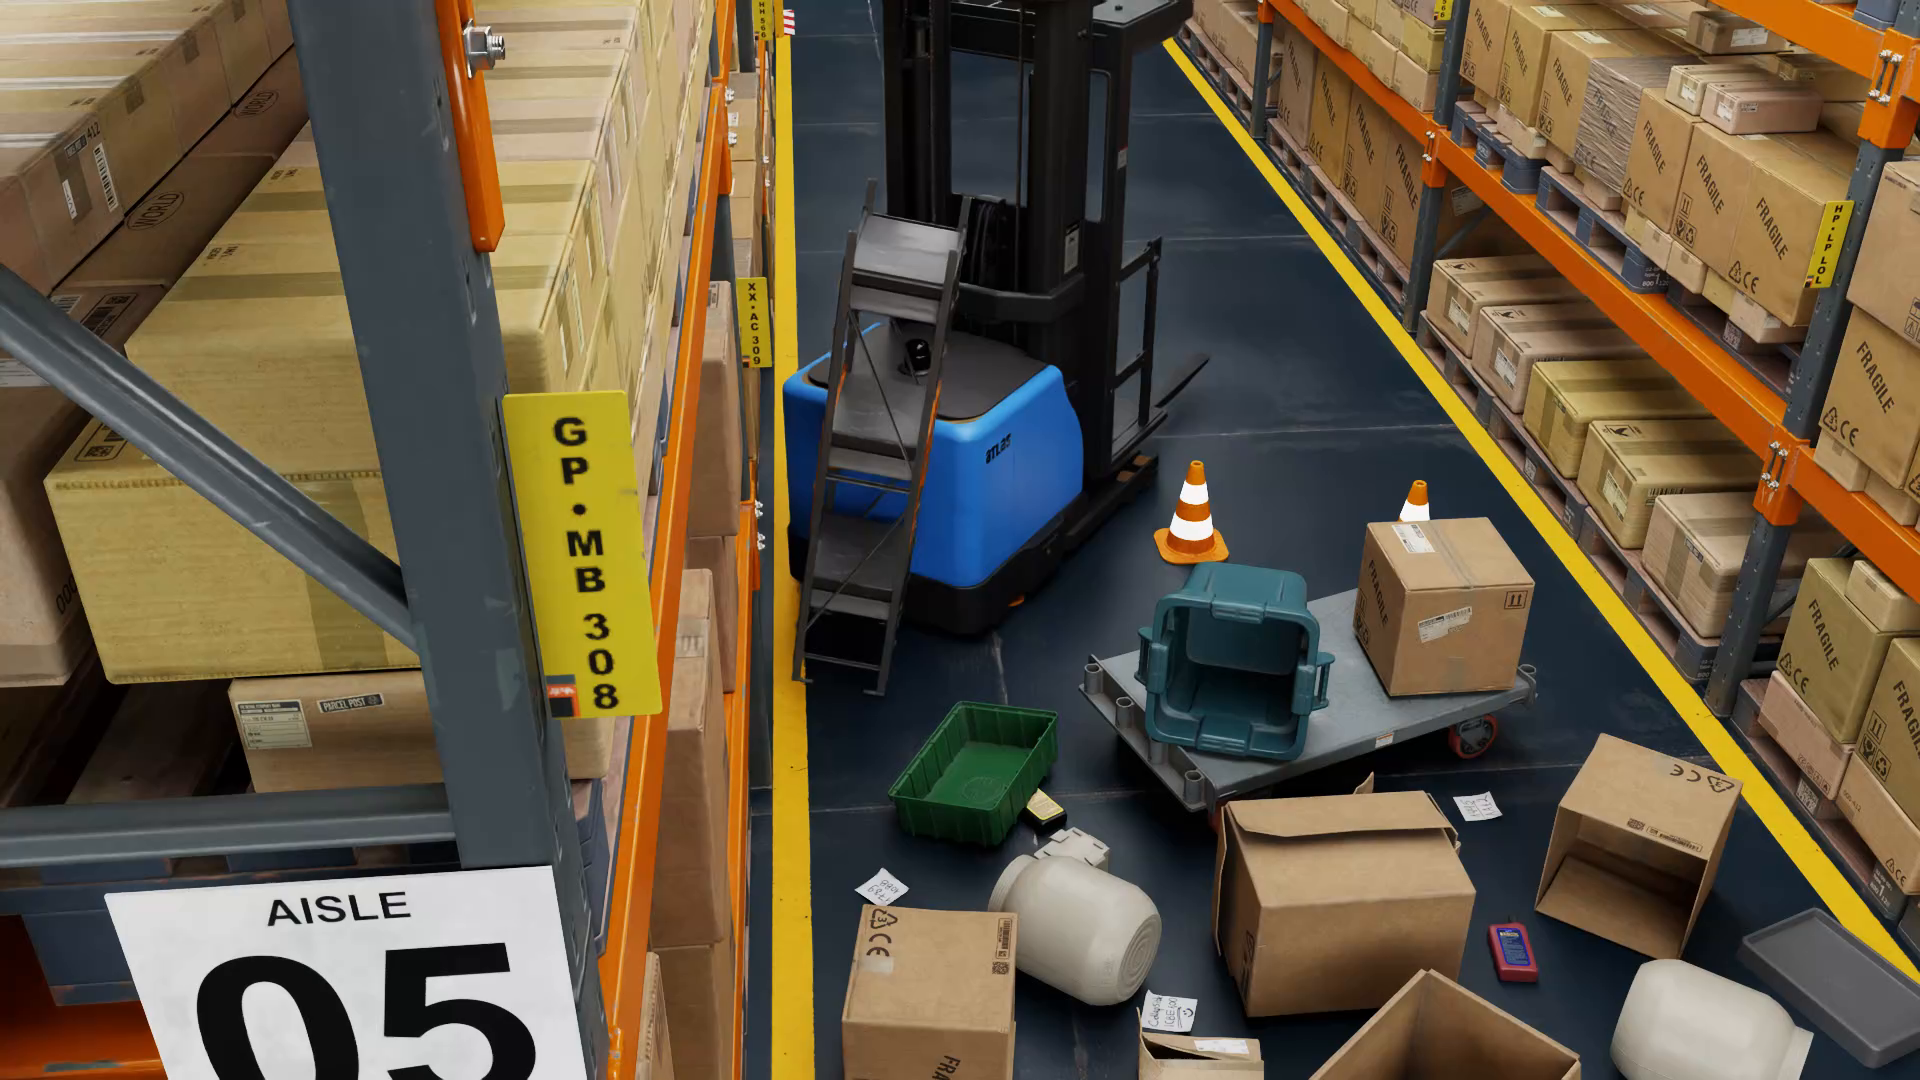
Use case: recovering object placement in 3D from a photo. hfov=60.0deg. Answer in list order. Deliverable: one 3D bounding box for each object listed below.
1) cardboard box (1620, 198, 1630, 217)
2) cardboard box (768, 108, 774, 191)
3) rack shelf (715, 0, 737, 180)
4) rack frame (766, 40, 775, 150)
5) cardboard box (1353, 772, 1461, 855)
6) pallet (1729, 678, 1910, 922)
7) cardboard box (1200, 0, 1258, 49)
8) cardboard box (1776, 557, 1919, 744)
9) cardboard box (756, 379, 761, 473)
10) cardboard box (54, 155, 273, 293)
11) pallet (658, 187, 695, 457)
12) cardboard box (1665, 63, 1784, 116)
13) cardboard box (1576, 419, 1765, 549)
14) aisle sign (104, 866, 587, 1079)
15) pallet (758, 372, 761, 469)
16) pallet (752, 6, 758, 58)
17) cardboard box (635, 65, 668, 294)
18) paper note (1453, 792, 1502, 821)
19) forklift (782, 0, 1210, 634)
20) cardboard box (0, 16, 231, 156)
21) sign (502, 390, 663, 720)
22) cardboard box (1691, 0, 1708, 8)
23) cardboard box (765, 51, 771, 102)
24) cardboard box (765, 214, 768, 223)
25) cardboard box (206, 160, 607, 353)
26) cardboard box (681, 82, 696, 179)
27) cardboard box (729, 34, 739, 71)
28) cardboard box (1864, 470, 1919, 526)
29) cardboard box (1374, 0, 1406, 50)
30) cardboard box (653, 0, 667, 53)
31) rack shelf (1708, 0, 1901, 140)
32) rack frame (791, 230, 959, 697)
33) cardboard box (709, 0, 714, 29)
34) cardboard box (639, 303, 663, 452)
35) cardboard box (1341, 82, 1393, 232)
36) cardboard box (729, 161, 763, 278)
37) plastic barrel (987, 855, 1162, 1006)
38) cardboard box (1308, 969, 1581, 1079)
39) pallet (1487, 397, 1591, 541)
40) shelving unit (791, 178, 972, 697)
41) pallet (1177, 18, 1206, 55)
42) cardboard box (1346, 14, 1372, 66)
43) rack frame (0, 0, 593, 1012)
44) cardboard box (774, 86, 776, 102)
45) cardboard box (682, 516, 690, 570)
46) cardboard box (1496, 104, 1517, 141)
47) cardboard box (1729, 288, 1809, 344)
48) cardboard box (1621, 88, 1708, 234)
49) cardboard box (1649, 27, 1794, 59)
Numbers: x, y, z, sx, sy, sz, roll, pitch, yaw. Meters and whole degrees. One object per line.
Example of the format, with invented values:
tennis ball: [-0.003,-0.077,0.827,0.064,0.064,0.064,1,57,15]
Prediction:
cardboard box: [3.344,-1.573,7.794,0.380,0.149,0.250,-4,31,-6]
cardboard box: [-1.629,-2.865,12.150,0.500,0.500,0.500,-3,31,-6]
rack shelf: [-1.436,-2.301,6.954,1.077,0.370,4.000,-3,31,-5]
rack frame: [-1.996,-4.386,12.667,1.000,3.000,0.127,-3,31,-5]
cardboard box: [1.609,1.103,6.145,0.396,0.266,0.258,27,40,37]
pallet: [3.768,0.948,6.456,1.003,0.211,1.213,-3,31,-5]
cardboard box: [2.804,-4.998,15.781,0.875,0.438,0.875,-2,31,-3]
cardboard box: [3.456,0.402,6.192,0.500,0.500,0.500,-1,31,-2]
cardboard box: [-1.570,-0.797,8.443,1.050,0.750,0.750,-2,31,-4]
cardboard box: [-1.245,-0.325,2.293,0.500,0.250,0.500,-3,31,-4]
pallet: [-1.072,-0.511,3.342,1.003,0.211,1.213,-3,31,-5]
cardboard box: [3.276,-1.934,7.134,0.380,0.149,0.250,-4,31,-7]
cardboard box: [3.548,-0.277,7.941,0.950,0.372,0.625,-1,31,-1]
aisle sign: [-0.570,0.647,1.707,0.394,0.787,0.004,-3,31,-5]
pallet: [-1.624,-0.740,9.283,1.003,0.211,1.213,-3,31,-5]
pallet: [-1.848,-3.270,10.986,1.003,0.211,1.213,-3,31,-5]
cardboard box: [-0.761,-0.609,2.768,0.500,0.250,0.500,-3,31,-5]
paper note: [2.021,1.037,6.484,0.148,0.019,0.142,-3,31,-5]
forklift: [0.384,-1.561,8.005,1.130,2.935,3.031,17,35,26]
cardboard box: [-1.338,-0.678,2.496,0.380,0.149,0.250,-3,31,-4]
sign: [-0.322,0.020,1.436,0.100,0.325,0.005,-3,31,-5]
cardboard box: [7.494,-5.308,16.240,0.700,0.500,0.500,-2,31,-3]
cardboard box: [-1.675,-3.447,12.392,0.500,0.250,0.500,-4,31,-6]
cardboard box: [-1.446,-2.136,10.198,0.500,0.250,0.500,-4,31,-7]
cardboard box: [-0.612,-0.318,1.893,0.380,0.149,0.250,-3,31,-4]
cardboard box: [-0.776,-0.883,3.617,0.380,0.149,0.250,-3,31,-5]
cardboard box: [-1.468,-2.800,9.558,0.380,0.149,0.250,-1,31,-2]
cardboard box: [3.455,-0.179,5.870,0.380,0.149,0.250,-2,31,-3]
cardboard box: [2.946,-3.279,10.473,0.500,0.250,0.500,-4,31,-6]
cardboard box: [-0.731,-0.970,2.984,0.380,0.149,0.250,-2,31,-4]
rack shelf: [3.483,-2.590,7.437,1.077,0.370,4.000,-3,31,-5]
rack frame: [-0.362,-0.216,6.519,0.400,2.100,0.015,11,35,0]
cardboard box: [-0.897,-1.534,4.705,0.380,0.149,0.250,-3,31,-5]
cardboard box: [-0.660,-0.240,2.539,0.380,0.149,0.250,-3,31,-4]
cardboard box: [3.235,-2.713,11.529,0.875,0.875,0.875,-2,31,-4]
cardboard box: [-1.169,-1.398,7.568,0.500,0.500,0.500,-2,31,-4]
plastic barrel: [0.384,1.310,5.643,0.512,0.421,0.421,20,36,29]
cardboard box: [1.359,1.748,4.832,0.637,0.503,0.797,27,40,37]
pallet: [3.479,-0.415,8.738,1.003,0.211,1.213,-3,31,-5]
shelving unit: [-0.338,-0.353,6.720,0.431,2.100,0.503,11,35,0]
pallet: [2.701,-5.115,16.608,1.003,0.211,1.213,-3,31,-5]
cardboard box: [2.896,-3.331,11.049,0.500,0.250,0.500,-3,31,-5]
rack frame: [-0.875,-0.835,0.872,1.000,3.000,0.127,-3,31,-5]
cardboard box: [-1.735,-3.679,13.855,0.380,0.149,0.250,-2,31,-3]
cardboard box: [-1.168,-0.082,4.262,0.875,0.550,0.550,-3,31,-5]
cardboard box: [3.114,-2.242,8.914,0.380,0.149,0.250,-5,31,-8]
cardboard box: [3.347,-0.912,6.687,0.380,0.149,0.250,-2,31,-4]
cardboard box: [3.309,-1.683,7.345,0.500,0.500,0.500,-2,31,-3]
cardboard box: [3.723,-2.243,8.283,0.500,0.500,0.500,-5,31,-8]
